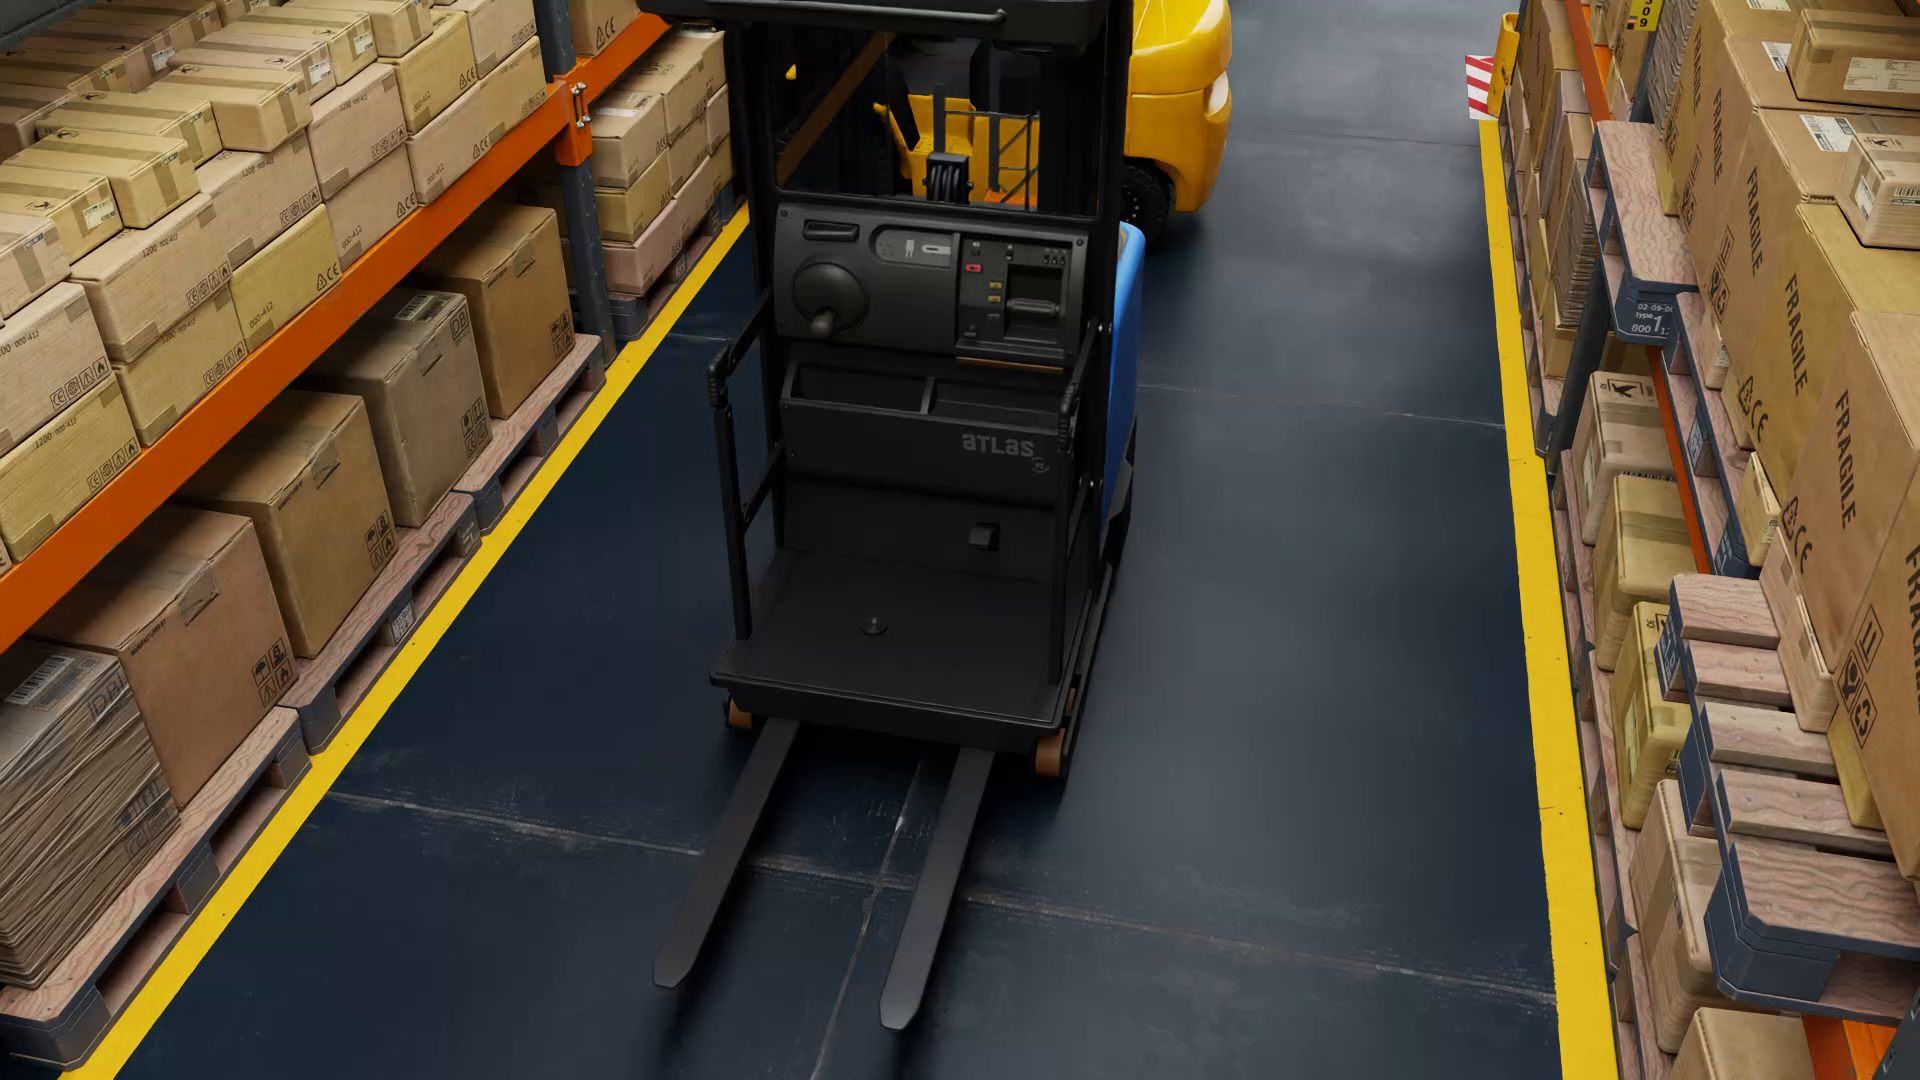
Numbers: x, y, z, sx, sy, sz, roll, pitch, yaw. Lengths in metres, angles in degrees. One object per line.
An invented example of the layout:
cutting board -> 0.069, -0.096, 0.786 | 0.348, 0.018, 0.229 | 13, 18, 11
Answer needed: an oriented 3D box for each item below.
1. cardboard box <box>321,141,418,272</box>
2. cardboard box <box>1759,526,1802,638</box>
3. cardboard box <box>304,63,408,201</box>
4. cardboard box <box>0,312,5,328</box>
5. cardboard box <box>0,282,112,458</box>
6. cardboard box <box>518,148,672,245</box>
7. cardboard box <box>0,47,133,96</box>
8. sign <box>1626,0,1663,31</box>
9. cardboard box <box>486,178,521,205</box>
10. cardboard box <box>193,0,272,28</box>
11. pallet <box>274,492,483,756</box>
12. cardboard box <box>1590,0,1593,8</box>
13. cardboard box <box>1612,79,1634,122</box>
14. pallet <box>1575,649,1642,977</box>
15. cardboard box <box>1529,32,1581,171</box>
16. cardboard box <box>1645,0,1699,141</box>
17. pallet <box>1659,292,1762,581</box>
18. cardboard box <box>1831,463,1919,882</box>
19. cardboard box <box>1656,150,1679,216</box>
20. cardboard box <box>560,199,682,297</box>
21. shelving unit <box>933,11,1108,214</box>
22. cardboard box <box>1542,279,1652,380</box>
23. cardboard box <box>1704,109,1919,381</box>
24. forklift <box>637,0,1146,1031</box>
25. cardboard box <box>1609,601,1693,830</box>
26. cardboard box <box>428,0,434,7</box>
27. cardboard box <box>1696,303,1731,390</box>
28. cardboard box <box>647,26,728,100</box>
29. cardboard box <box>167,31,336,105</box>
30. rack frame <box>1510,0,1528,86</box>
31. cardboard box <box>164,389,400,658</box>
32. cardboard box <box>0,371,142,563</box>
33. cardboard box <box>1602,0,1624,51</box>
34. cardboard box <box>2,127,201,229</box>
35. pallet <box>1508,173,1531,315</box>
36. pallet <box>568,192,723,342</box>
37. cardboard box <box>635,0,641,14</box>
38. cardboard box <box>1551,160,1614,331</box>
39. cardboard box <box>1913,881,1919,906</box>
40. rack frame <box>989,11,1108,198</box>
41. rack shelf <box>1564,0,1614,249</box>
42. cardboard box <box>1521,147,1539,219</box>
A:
cardboard box -> -2.110, -1.105, 5.346 | 0.500, 0.250, 0.500 | 8, 37, 10
cardboard box -> 1.874, 0.114, 3.393 | 0.380, 0.149, 0.250 | 6, 36, 8
cardboard box -> -2.093, -1.297, 5.186 | 0.500, 0.250, 0.500 | 8, 37, 11
cardboard box -> -2.433, -0.517, 3.769 | 0.380, 0.149, 0.250 | 8, 37, 11
cardboard box -> -2.433, -0.416, 3.970 | 0.500, 0.250, 0.500 | 8, 37, 11
cardboard box -> -1.615, -1.555, 7.399 | 0.500, 0.250, 0.500 | 7, 37, 10
cardboard box -> -2.676, -1.318, 4.874 | 0.380, 0.149, 0.250 | 8, 37, 10
sign -> 2.298, -1.851, 5.511 | 0.100, 0.325, 0.005 | 7, 37, 10
cardboard box -> -2.116, -1.621, 7.490 | 0.500, 0.250, 0.500 | 7, 36, 9
cardboard box -> -2.502, -1.746, 5.466 | 0.380, 0.149, 0.250 | 7, 37, 10
pallet -> -2.398, 0.201, 5.793 | 1.003, 0.211, 1.213 | 7, 37, 10
cardboard box -> 2.899, -2.284, 7.059 | 0.380, 0.149, 0.250 | 7, 36, 9
cardboard box -> 2.601, -1.558, 6.058 | 0.380, 0.149, 0.250 | 7, 37, 9
pallet -> 2.407, 0.840, 4.911 | 1.003, 0.211, 1.213 | 7, 37, 10
cardboard box -> 3.015, -2.062, 7.886 | 0.500, 0.500, 0.500 | 8, 37, 11
cardboard box -> 2.450, -1.535, 5.116 | 0.500, 0.500, 0.500 | 8, 37, 11
pallet -> 2.358, -0.206, 4.142 | 1.003, 0.211, 1.213 | 7, 37, 10
cardboard box -> 1.801, 0.230, 2.681 | 0.500, 0.500, 0.500 | 6, 36, 9
cardboard box -> 2.341, -1.086, 5.049 | 0.380, 0.149, 0.250 | 8, 37, 11
cardboard box -> -1.593, -1.350, 7.541 | 0.500, 0.250, 0.500 | 8, 37, 10
shelving unit -> 0.260, -1.290, 6.752 | 0.587, 1.500, 1.083 | 7, 37, 10
cardboard box -> 2.694, -0.866, 6.875 | 0.500, 0.250, 0.500 | 9, 37, 12
cardboard box -> 2.125, -0.670, 3.923 | 0.500, 0.500, 0.500 | 6, 36, 8
forklift -> -0.138, -0.685, 4.698 | 1.130, 2.935, 3.031 | 7, 37, 10
cardboard box -> 2.423, 0.569, 4.790 | 0.950, 0.372, 0.625 | 8, 37, 12
cardboard box -> -2.017, -1.853, 5.612 | 0.380, 0.149, 0.250 | 7, 37, 10
cardboard box -> 2.098, -0.484, 4.219 | 0.380, 0.149, 0.250 | 9, 37, 12
cardboard box -> -1.396, -2.335, 8.049 | 0.500, 0.250, 0.500 | 9, 37, 12
cardboard box -> -2.120, -1.400, 4.988 | 0.380, 0.149, 0.250 | 8, 37, 10
rack frame -> 3.684, -3.730, 8.841 | 1.000, 3.000, 0.127 | 7, 37, 10
cardboard box -> -2.452, -0.090, 5.484 | 0.875, 0.625, 0.625 | 6, 36, 8
cardboard box -> -2.428, -0.215, 4.118 | 0.500, 0.250, 0.500 | 7, 36, 9
cardboard box -> 2.785, -2.180, 6.363 | 0.500, 0.500, 0.500 | 9, 37, 12
cardboard box -> -2.253, -0.954, 4.373 | 0.380, 0.149, 0.250 | 8, 37, 11
pallet -> 3.197, -1.399, 8.001 | 1.003, 0.211, 1.213 | 7, 37, 10
pallet -> -1.809, -1.379, 7.972 | 1.003, 0.211, 1.213 | 7, 37, 10
cardboard box -> -1.575, -2.620, 7.224 | 0.500, 0.500, 0.500 | 8, 37, 11
cardboard box -> 2.694, -1.170, 6.655 | 0.500, 0.500, 0.500 | 7, 36, 9
cardboard box -> 1.816, 0.570, 2.763 | 0.380, 0.149, 0.250 | 9, 37, 12
rack frame -> 0.372, -1.587, 7.161 | 0.500, 1.500, 0.032 | 7, 37, 10
rack shelf -> 3.257, -2.292, 7.470 | 1.077, 0.370, 4.000 | 7, 37, 10
cardboard box -> 3.021, -1.753, 8.098 | 0.500, 0.250, 0.500 | 10, 37, 13
